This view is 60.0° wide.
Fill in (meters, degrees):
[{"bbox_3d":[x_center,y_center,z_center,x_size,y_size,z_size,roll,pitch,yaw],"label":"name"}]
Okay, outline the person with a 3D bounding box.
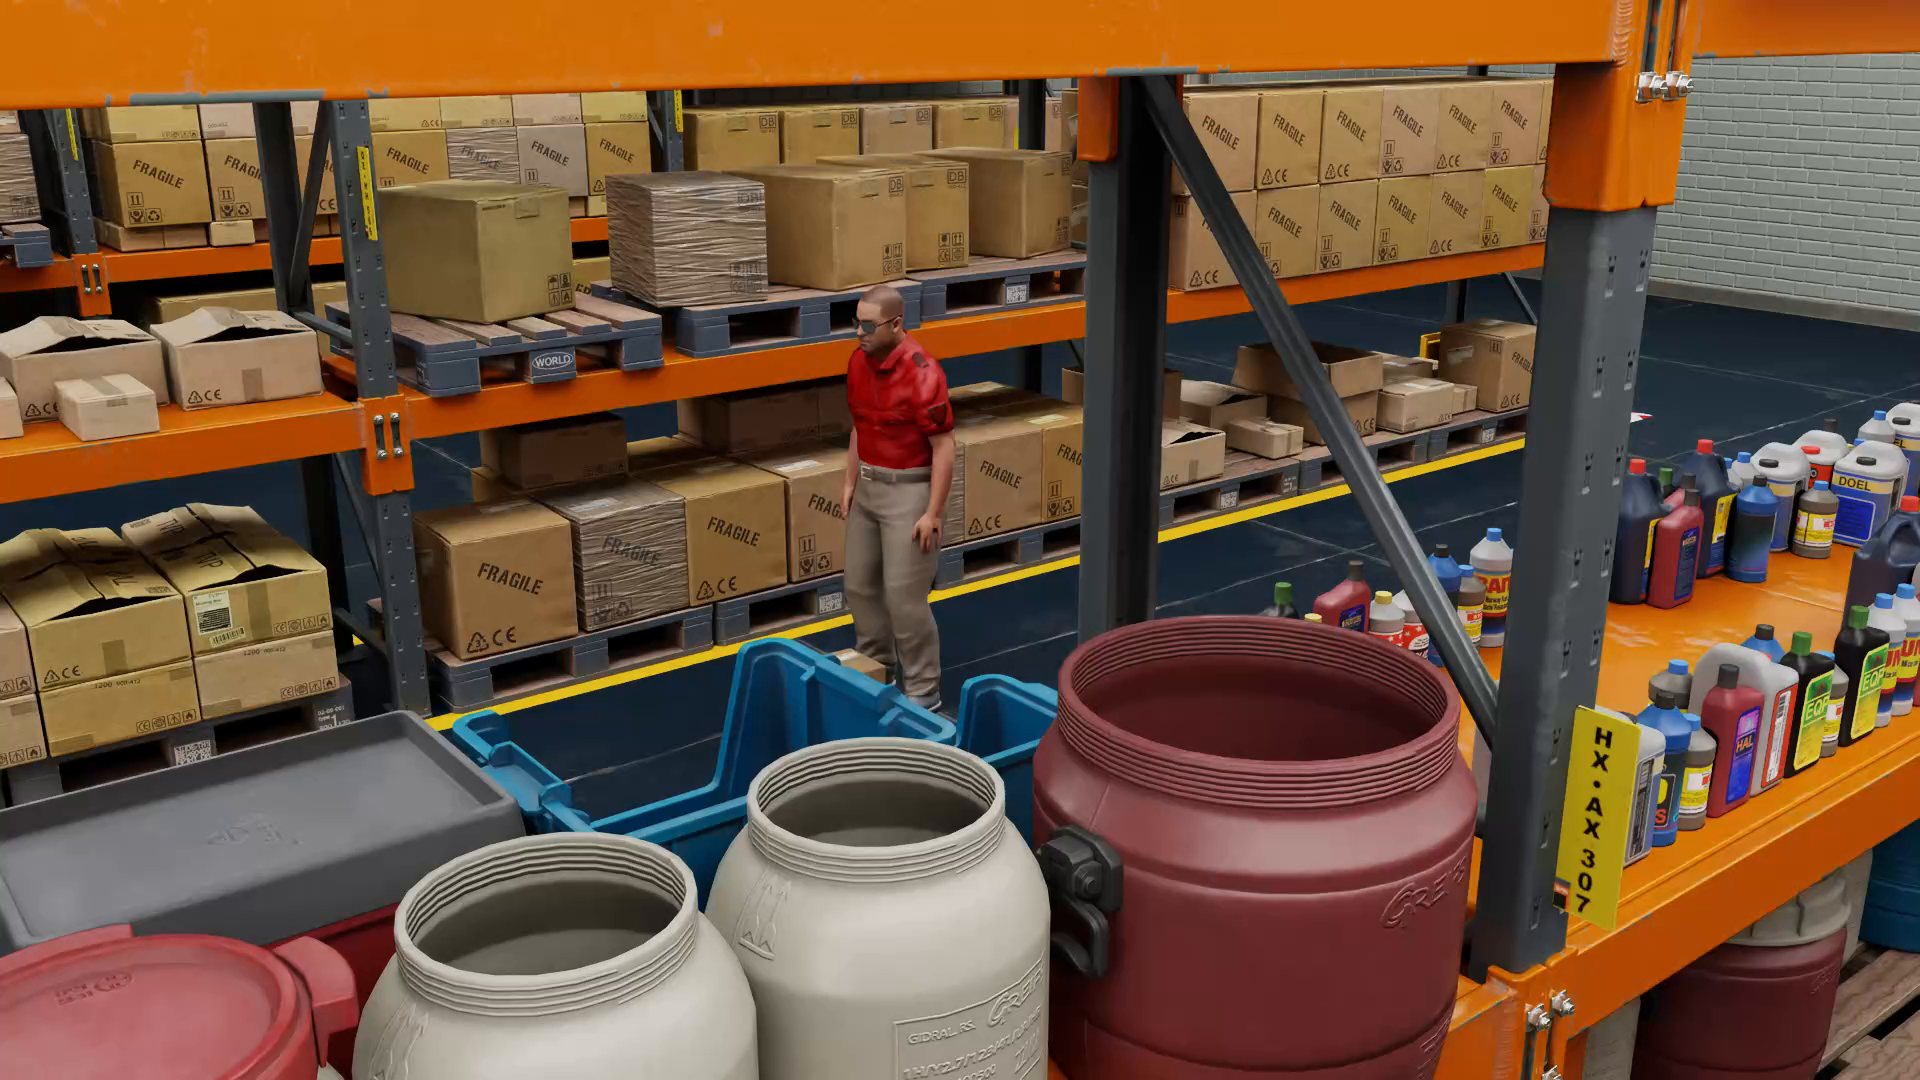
[{"bbox_3d":[-0.266,-0.146,6.536,0.393,1.725,0.590,-14,23,-38],"label":"person"}]
